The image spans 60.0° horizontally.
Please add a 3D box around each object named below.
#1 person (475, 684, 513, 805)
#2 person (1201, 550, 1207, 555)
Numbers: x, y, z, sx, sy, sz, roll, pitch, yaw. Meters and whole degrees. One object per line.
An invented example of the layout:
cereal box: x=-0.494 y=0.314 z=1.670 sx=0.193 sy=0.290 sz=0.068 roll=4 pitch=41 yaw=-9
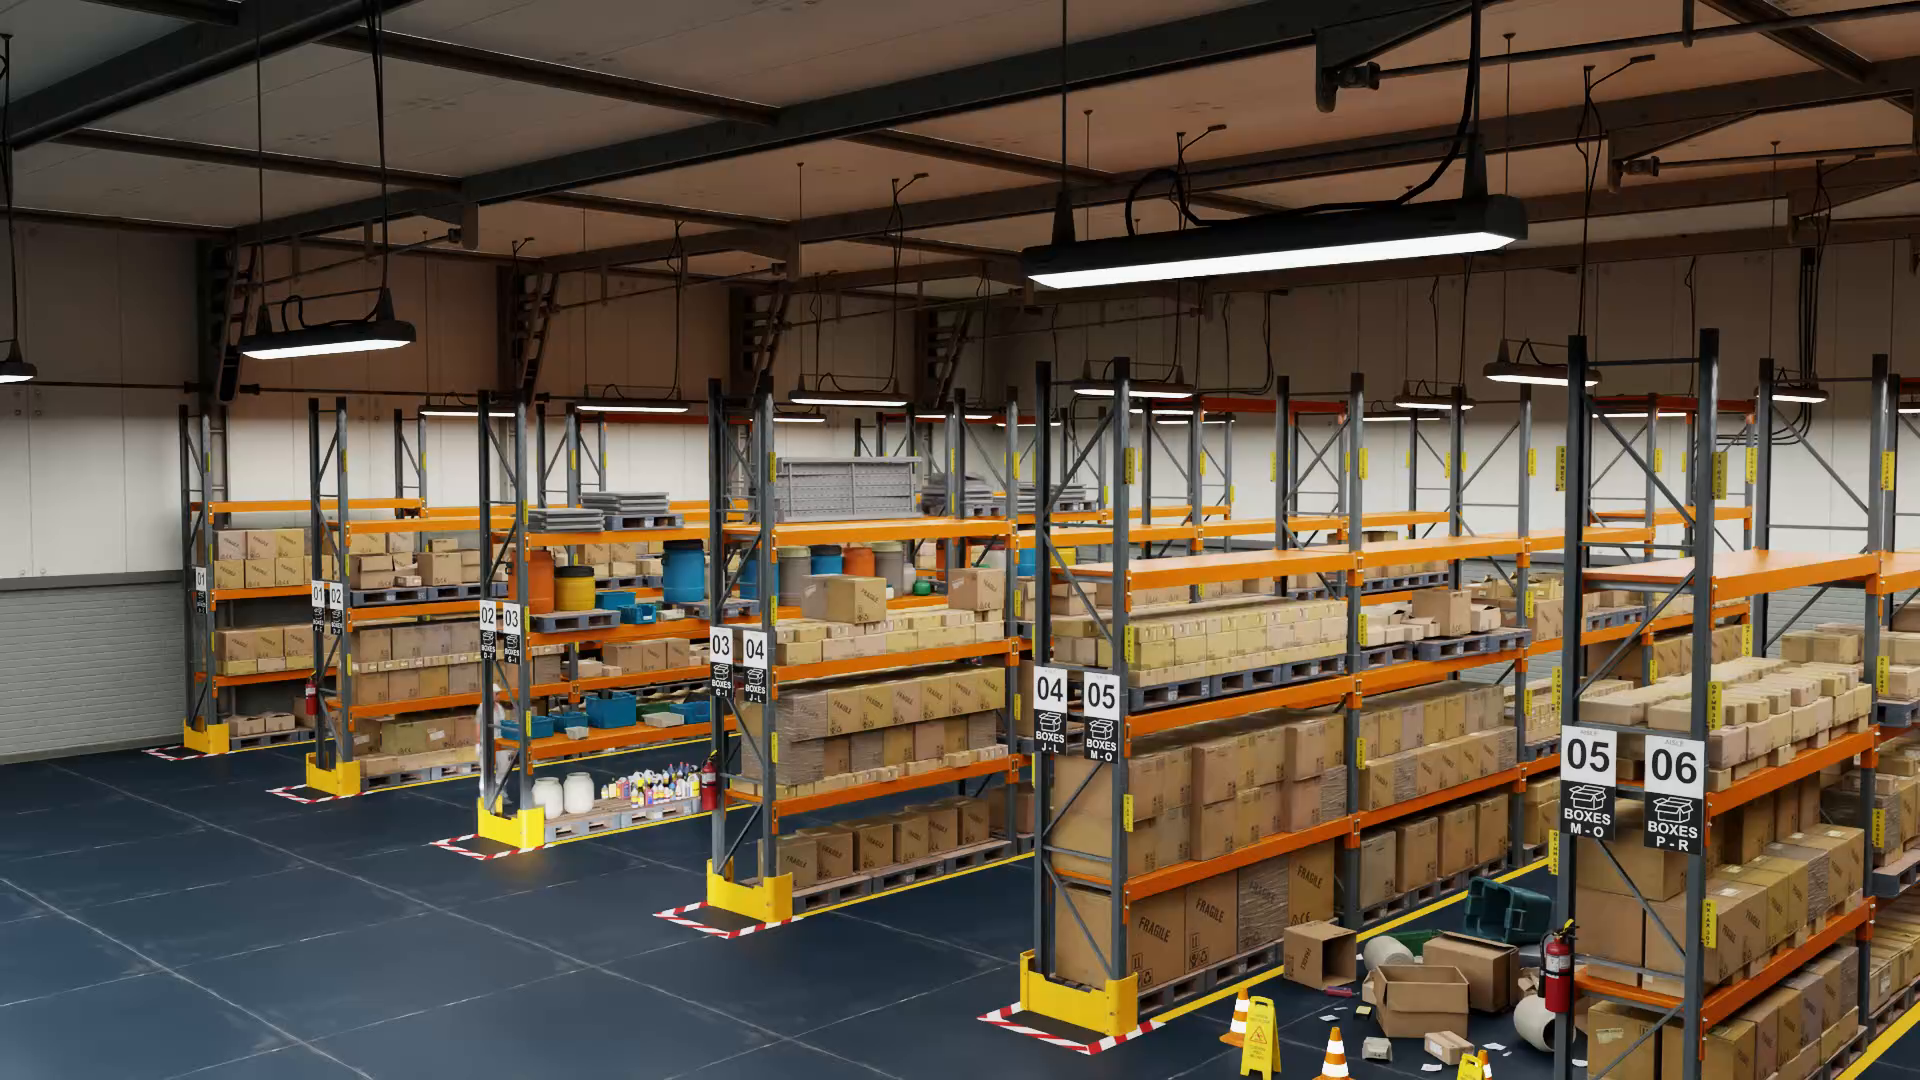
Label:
person: x=-2.623 y=2.865 z=27.062 sx=5.690 sy=1.830 sz=9.190 roll=1 pitch=3 yaw=25
person: x=8.658 y=2.092 z=28.278 sx=11.054 sy=3.206 sz=8.503 roll=1 pitch=3 yaw=18
